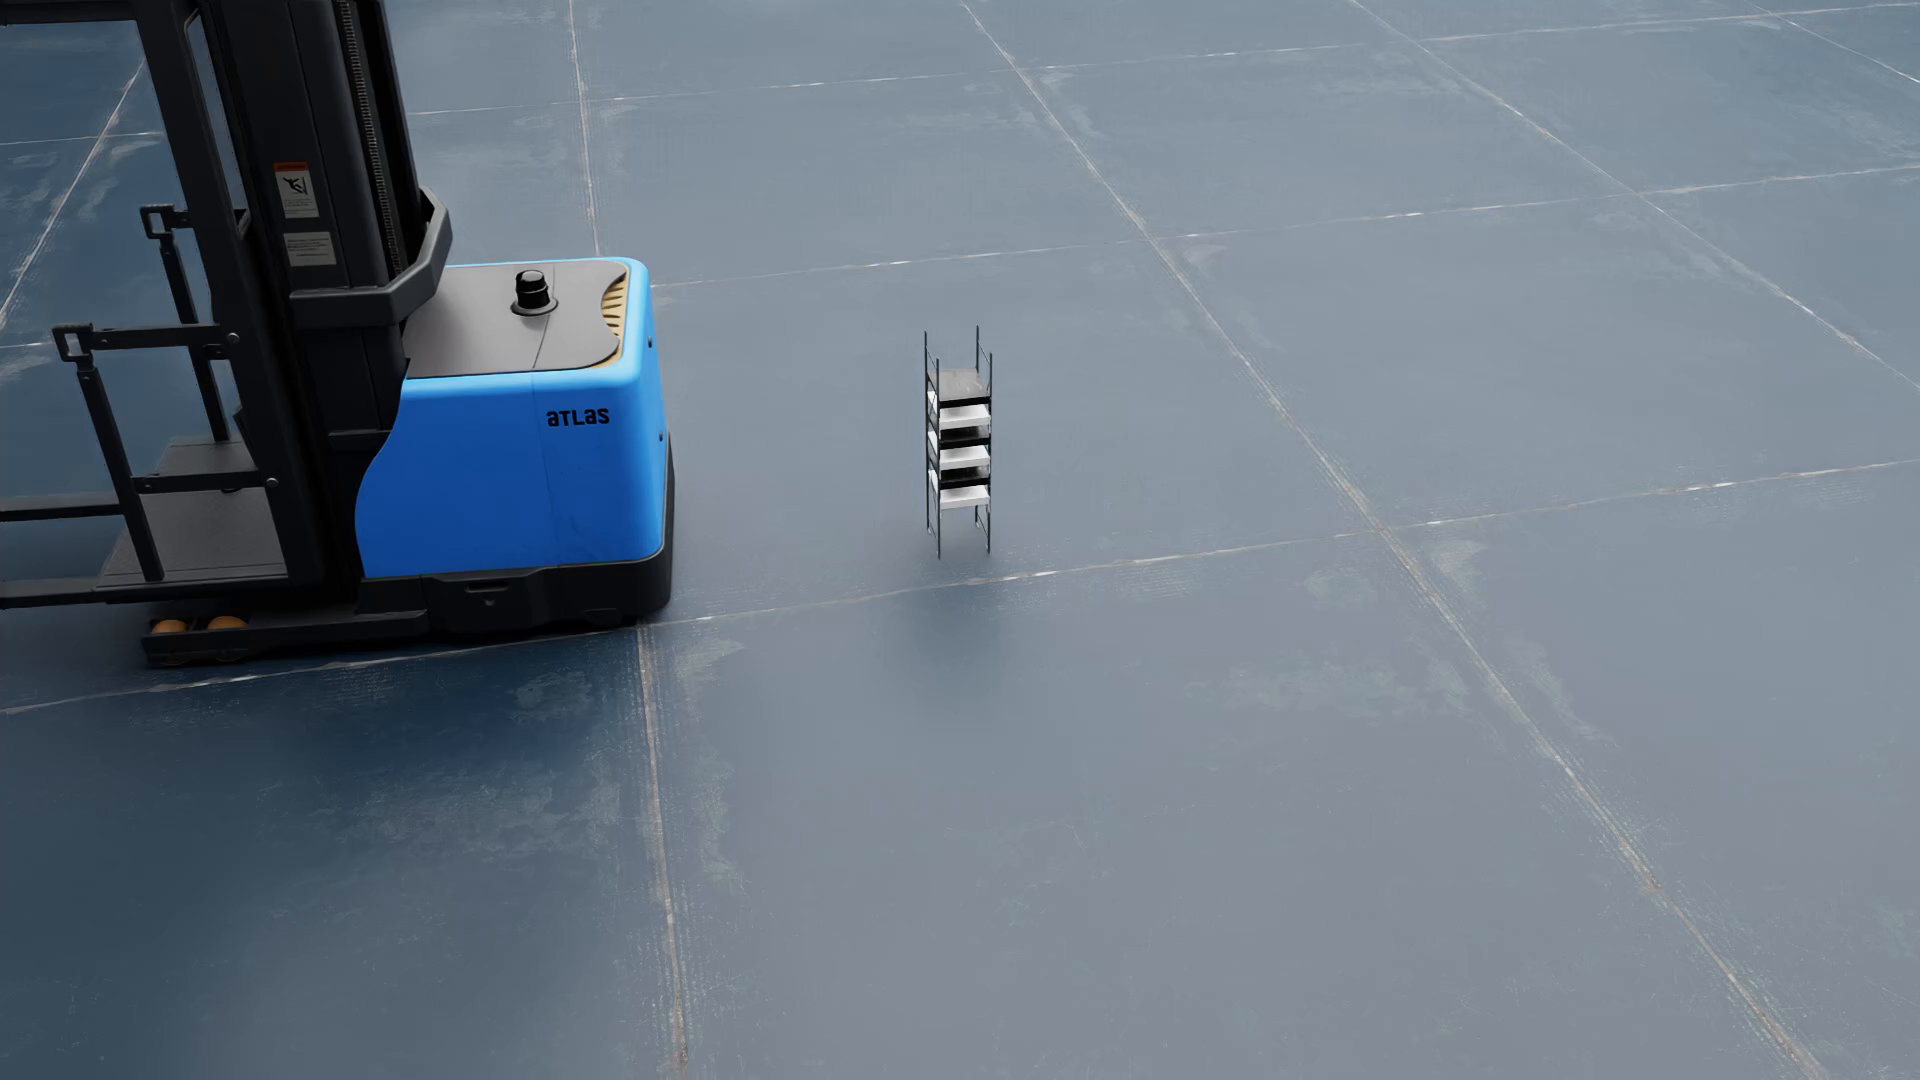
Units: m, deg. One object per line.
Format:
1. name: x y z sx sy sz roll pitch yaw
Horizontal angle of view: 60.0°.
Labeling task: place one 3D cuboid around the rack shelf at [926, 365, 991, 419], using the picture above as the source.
1. rack shelf: -0.008 -0.569 6.366 0.200 0.077 0.258 -7 35 -11

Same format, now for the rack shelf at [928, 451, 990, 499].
1. rack shelf: -0.008 -0.270 6.566 0.200 0.077 0.258 -7 35 -11

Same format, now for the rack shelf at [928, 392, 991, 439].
1. rack shelf: -0.008 -0.494 6.416 0.200 0.077 0.258 -7 35 -11

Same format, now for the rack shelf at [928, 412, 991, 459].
1. rack shelf: -0.008 -0.420 6.466 0.200 0.077 0.258 -7 35 -11

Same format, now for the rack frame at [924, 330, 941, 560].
1. rack frame: -0.107 -0.360 6.479 0.006 0.900 0.240 -7 35 -11

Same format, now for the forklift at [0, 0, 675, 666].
1. forklift: -2.651 -1.072 5.717 3.031 2.935 1.130 -4 34 -6

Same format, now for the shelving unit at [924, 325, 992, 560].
1. shelving unit: -0.008 -0.373 6.498 0.210 0.900 0.258 -7 35 -11

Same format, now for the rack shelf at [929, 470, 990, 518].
1. rack shelf: -0.008 -0.196 6.617 0.200 0.077 0.258 -7 35 -11

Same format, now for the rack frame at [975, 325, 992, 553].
1. rack frame: 0.091 -0.385 6.516 0.006 0.900 0.240 -7 35 -11

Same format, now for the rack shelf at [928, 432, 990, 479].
1. rack shelf: -0.008 -0.345 6.516 0.200 0.077 0.258 -7 35 -11
